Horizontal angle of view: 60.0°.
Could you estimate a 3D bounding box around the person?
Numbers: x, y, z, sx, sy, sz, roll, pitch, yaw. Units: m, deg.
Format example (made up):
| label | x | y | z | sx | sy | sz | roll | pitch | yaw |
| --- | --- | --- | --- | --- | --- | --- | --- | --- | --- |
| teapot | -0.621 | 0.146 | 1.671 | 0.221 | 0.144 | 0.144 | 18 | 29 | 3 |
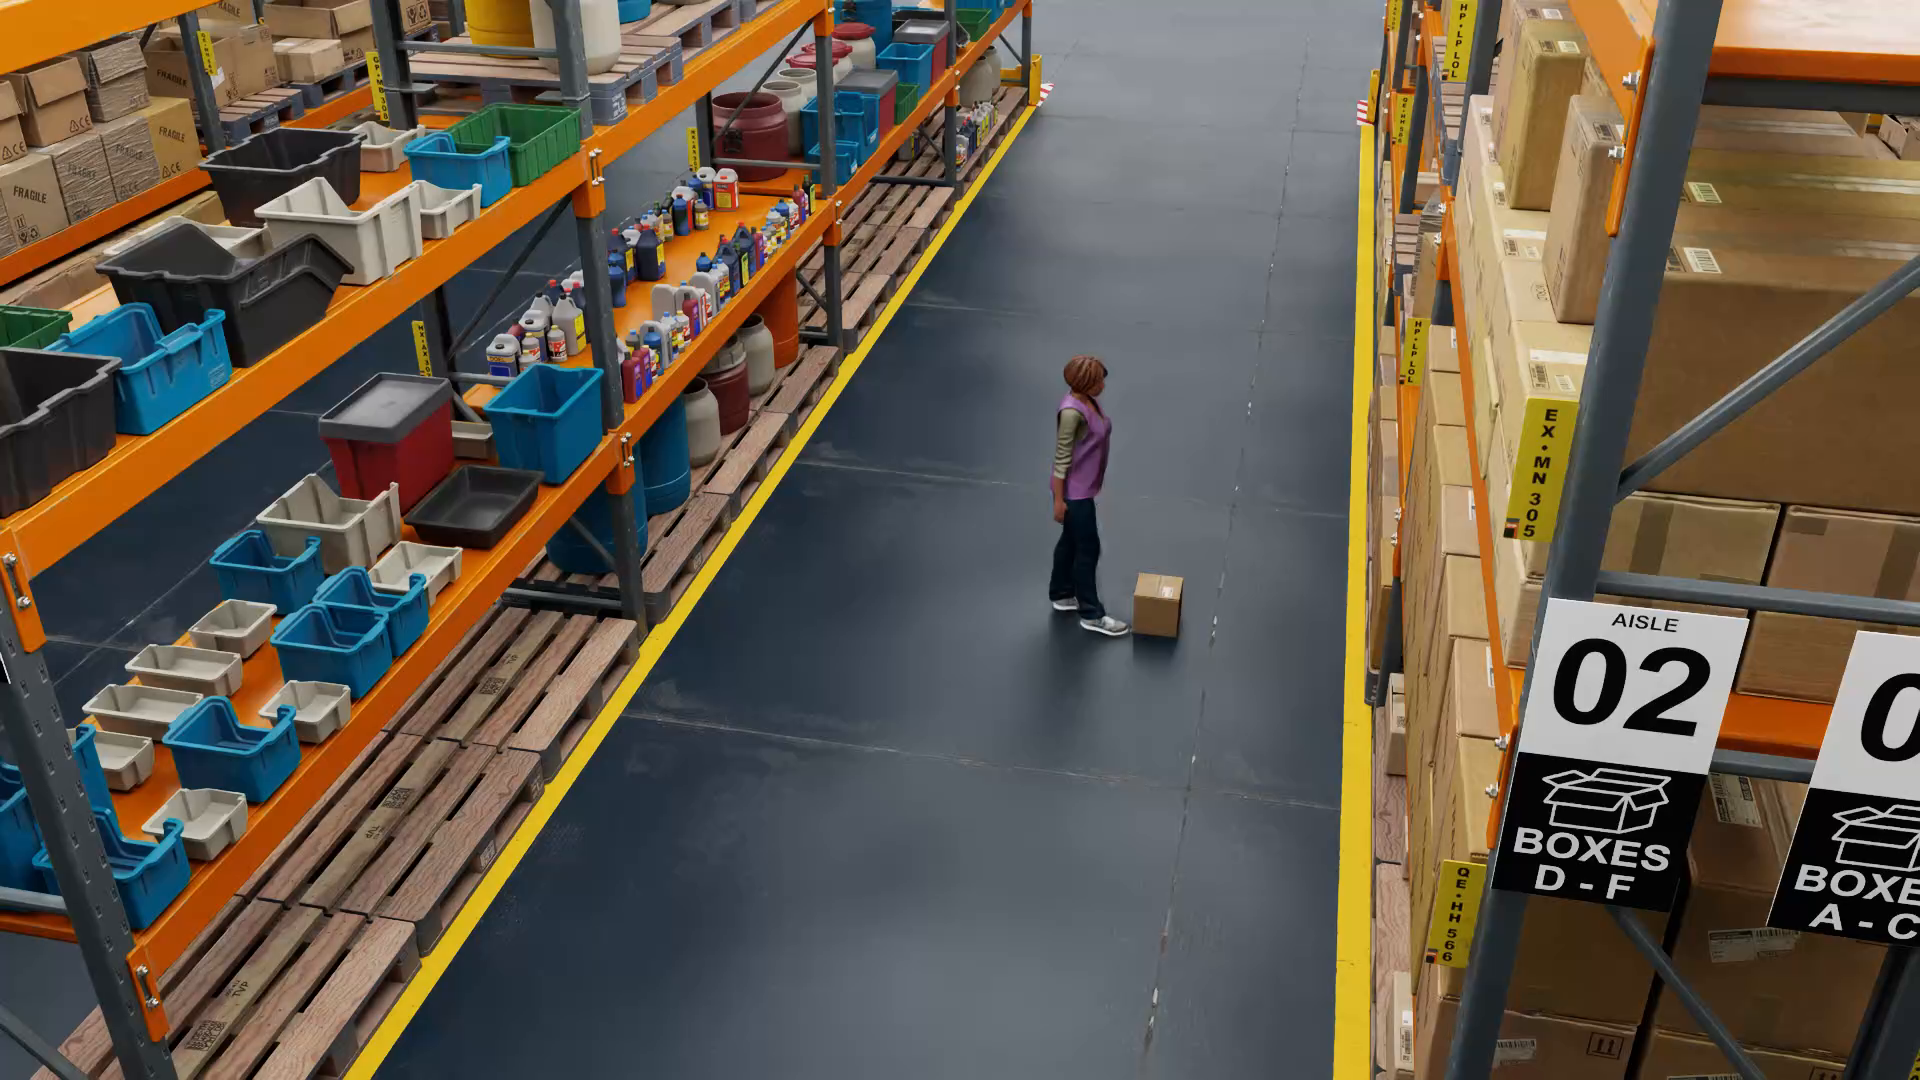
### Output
| label | x | y | z | sx | sy | sz | roll | pitch | yaw |
| --- | --- | --- | --- | --- | --- | --- | --- | --- | --- |
| person | 0.738 | -0.277 | 9.094 | 0.485 | 1.599 | 0.445 | 6 | 30 | 11 |
